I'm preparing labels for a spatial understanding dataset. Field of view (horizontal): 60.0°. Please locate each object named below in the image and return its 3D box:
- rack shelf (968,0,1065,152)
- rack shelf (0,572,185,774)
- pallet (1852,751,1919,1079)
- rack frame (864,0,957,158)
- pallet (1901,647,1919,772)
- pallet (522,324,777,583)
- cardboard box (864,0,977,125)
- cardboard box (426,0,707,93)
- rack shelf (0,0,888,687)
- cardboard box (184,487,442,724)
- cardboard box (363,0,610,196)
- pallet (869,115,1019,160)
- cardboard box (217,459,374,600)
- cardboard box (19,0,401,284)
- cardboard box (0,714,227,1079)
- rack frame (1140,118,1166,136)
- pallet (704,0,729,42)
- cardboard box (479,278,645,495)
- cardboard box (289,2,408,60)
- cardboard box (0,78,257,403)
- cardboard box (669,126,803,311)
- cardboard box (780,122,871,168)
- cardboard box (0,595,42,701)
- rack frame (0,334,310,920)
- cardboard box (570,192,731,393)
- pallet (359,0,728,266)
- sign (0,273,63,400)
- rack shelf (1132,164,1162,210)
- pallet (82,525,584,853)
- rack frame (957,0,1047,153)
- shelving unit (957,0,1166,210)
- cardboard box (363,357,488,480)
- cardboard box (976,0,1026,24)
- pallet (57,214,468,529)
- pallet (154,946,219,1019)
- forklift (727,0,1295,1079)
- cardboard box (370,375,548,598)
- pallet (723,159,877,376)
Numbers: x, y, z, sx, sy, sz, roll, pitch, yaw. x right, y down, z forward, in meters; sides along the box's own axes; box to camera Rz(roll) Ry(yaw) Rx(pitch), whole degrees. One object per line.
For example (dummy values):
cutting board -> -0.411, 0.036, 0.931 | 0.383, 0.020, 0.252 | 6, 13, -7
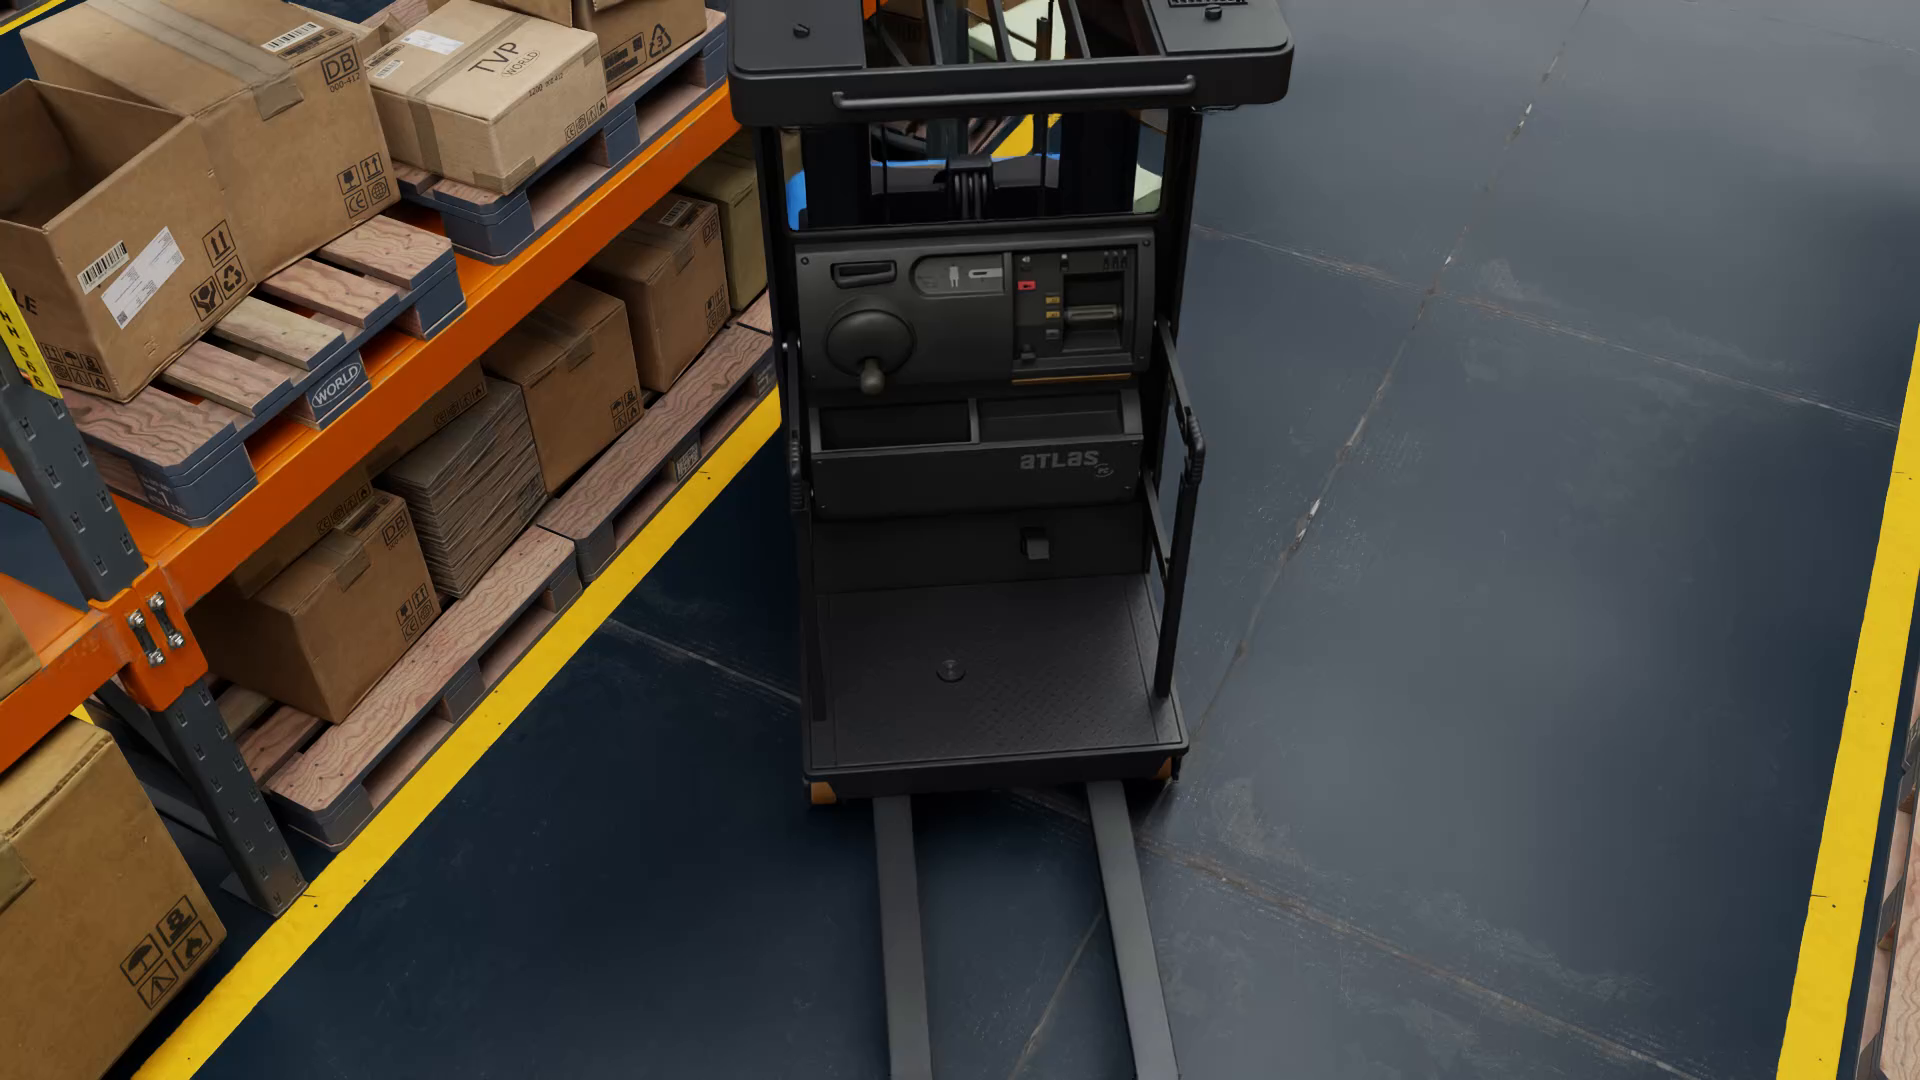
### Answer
rack shelf -> 0.398, -1.679, 5.807 | 0.720, 0.370, 0.431 | -35, 55, -29
rack shelf -> -3.265, 1.326, 2.836 | 1.077, 0.370, 4.000 | 20, 49, 19
pallet -> 3.012, 1.188, 4.428 | 1.003, 0.211, 1.213 | 20, 49, 19
rack frame -> -0.479, -2.707, 6.316 | 1.000, 3.000, 0.127 | 20, 49, 19
pallet -> 3.577, 0.416, 5.190 | 1.003, 0.211, 1.213 | 20, 49, 19
pallet -> -1.405, -0.464, 6.060 | 1.003, 0.211, 1.213 | 20, 49, 19
cardboard box -> -0.258, -2.214, 7.292 | 0.500, 0.500, 0.500 | 19, 48, 18
cardboard box -> -1.202, -1.768, 5.021 | 0.797, 0.503, 0.637 | 25, 51, 23
rack shelf -> -1.408, -1.194, 5.327 | 1.077, 0.370, 4.000 | 20, 49, 19
cardboard box -> -2.043, 0.109, 4.982 | 0.700, 0.500, 0.500 | 18, 48, 17
cardboard box -> -1.354, -1.262, 4.698 | 0.500, 0.250, 0.500 | 19, 48, 18
pallet -> -0.199, -2.161, 7.738 | 1.003, 0.211, 1.213 | 20, 49, 19
cardboard box -> -2.052, -0.158, 4.718 | 0.500, 0.250, 0.500 | 22, 49, 21
cardboard box -> -1.950, -1.108, 4.370 | 0.700, 0.500, 0.500 | 28, 51, 25
cardboard box -> -2.675, 0.840, 4.009 | 1.225, 0.875, 0.875 | 18, 48, 17
rack frame -> 0.661, -1.587, 6.264 | 0.023, 1.500, 0.400 | -35, 55, -29
pallet -> -0.963, -2.206, 5.956 | 1.003, 0.211, 1.213 | 20, 49, 19
cardboard box -> -1.540, -0.605, 5.687 | 0.700, 0.500, 0.500 | 24, 50, 22
cardboard box -> -1.801, -1.427, 4.850 | 0.396, 0.266, 0.258 | 19, 48, 18
cardboard box -> -2.121, -0.723, 3.990 | 0.500, 0.500, 0.500 | 15, 47, 14
cardboard box -> -1.021, -1.309, 6.383 | 0.700, 0.500, 0.500 | 20, 49, 19
cardboard box -> -0.783, -1.603, 6.673 | 0.700, 0.500, 0.500 | 17, 48, 16
cardboard box -> -2.346, 0.171, 3.402 | 0.500, 0.500, 0.500 | 22, 49, 20
rack frame -> -2.336, -0.187, 3.826 | 1.000, 3.000, 0.127 | 20, 49, 19
cardboard box -> -1.281, -0.956, 6.034 | 0.700, 0.500, 0.500 | 17, 48, 16
pallet -> -1.453, -1.380, 5.140 | 1.003, 0.211, 1.213 | 20, 49, 19
sign -> -1.843, -0.413, 3.235 | 0.100, 0.325, 0.005 | 20, 49, 19
rack shelf -> 0.398, -1.176, 6.316 | 0.720, 0.370, 0.431 | -35, 55, -29
pallet -> -1.972, 0.302, 5.303 | 1.003, 0.211, 1.213 | 20, 49, 19
rack frame -> 0.136, -1.223, 5.905 | 0.023, 1.500, 0.400 | -35, 55, -29
shelving unit -> 0.398, -1.405, 6.084 | 0.755, 1.500, 0.431 | -35, 55, -29
cardboard box -> -1.814, -0.496, 5.052 | 0.500, 0.250, 0.500 | 26, 51, 23
cardboard box -> 0.001, -2.578, 7.651 | 0.500, 0.500, 0.500 | -34, 55, -29
pallet -> -2.100, -0.603, 4.372 | 1.213, 0.211, 1.003 | 20, 49, 19
pallet -> -2.769, 1.265, 4.351 | 1.003, 0.211, 1.213 | 20, 49, 19
forklift -> 0.066, -0.499, 4.182 | 1.130, 2.935, 3.031 | -4, 45, -4
cardboard box -> -1.797, -0.245, 5.331 | 0.700, 0.500, 0.500 | 17, 48, 16
pallet -> -0.839, -1.236, 6.823 | 1.003, 0.211, 1.213 | 20, 49, 19
